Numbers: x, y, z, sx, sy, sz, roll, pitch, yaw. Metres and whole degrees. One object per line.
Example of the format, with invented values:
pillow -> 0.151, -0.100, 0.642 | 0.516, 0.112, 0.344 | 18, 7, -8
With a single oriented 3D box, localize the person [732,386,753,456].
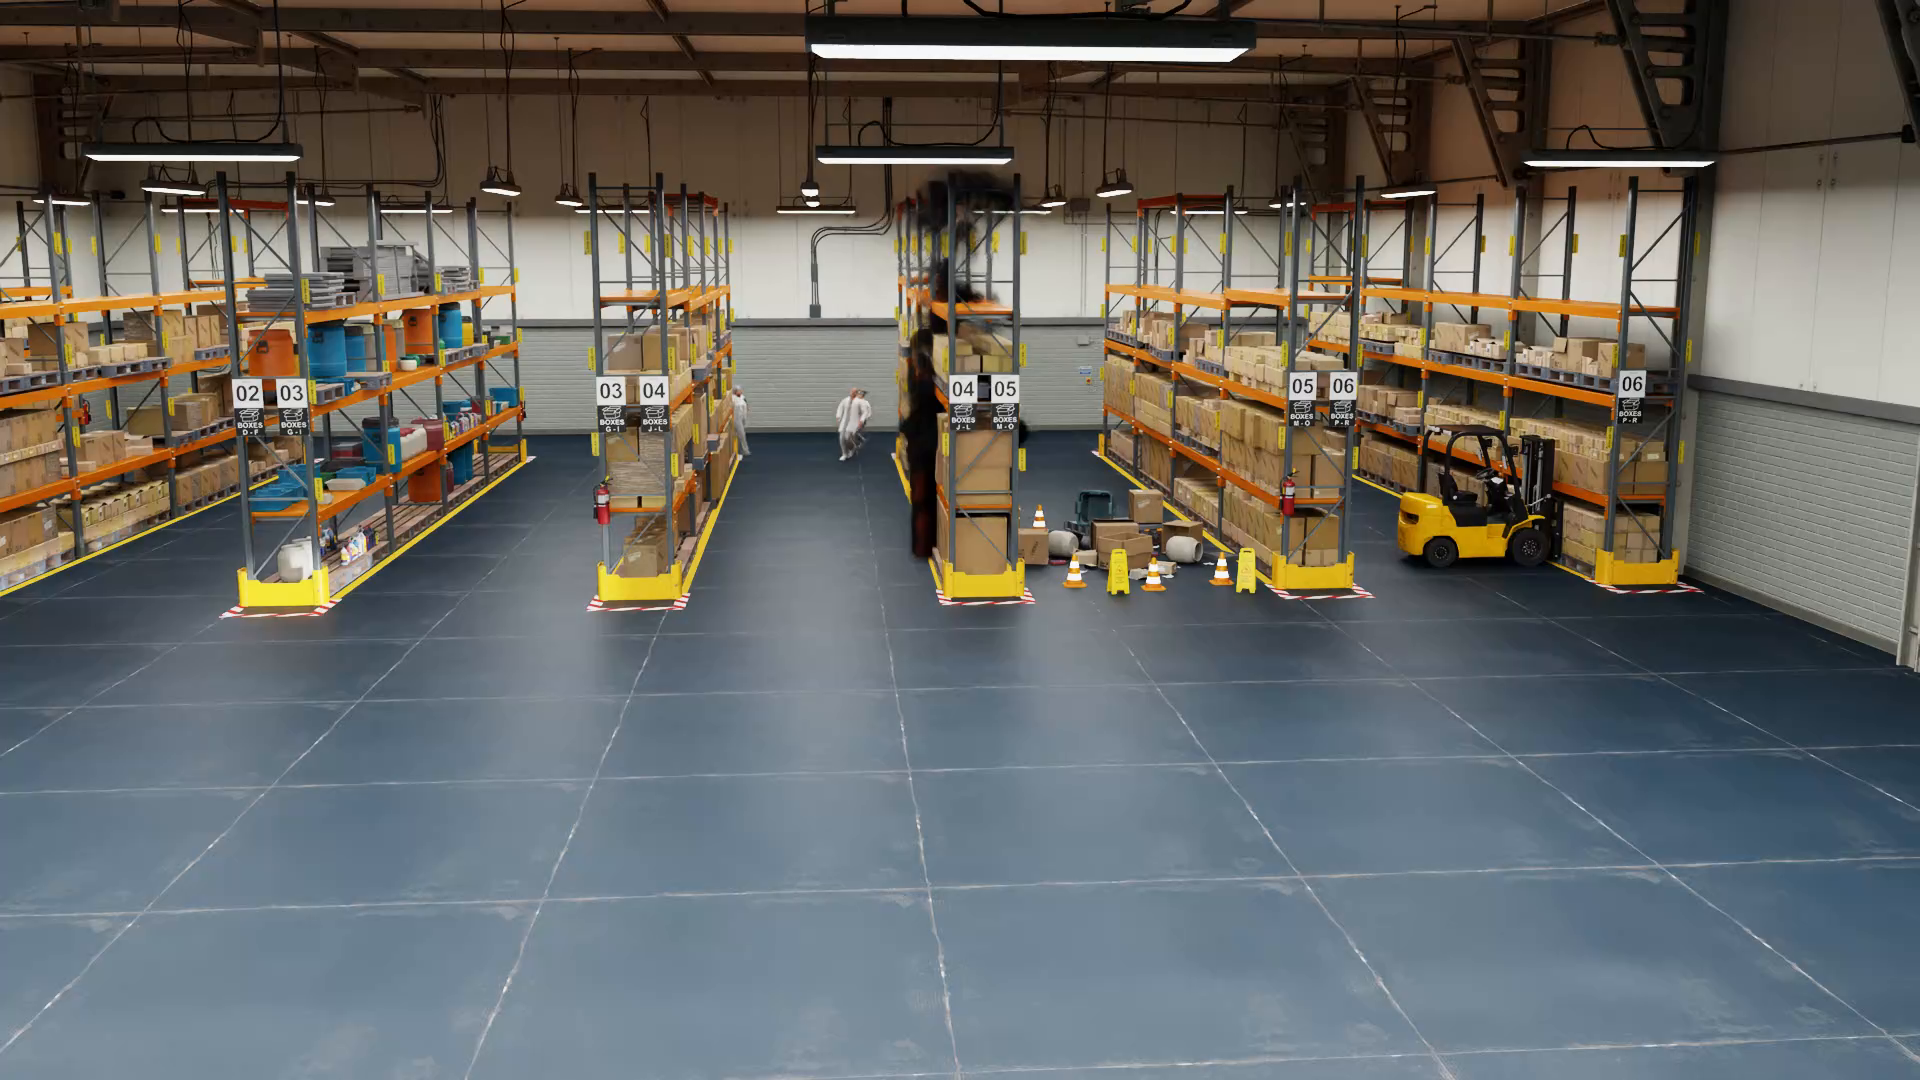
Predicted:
person -> -5.414, -2.908, 40.418 | 0.852, 1.695, 0.613 | 6, 12, 32

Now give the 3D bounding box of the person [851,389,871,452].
person -> -2.392, -2.910, 40.606 | 0.676, 1.589, 0.591 | 9, 14, 43

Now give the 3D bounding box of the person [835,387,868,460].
person -> -2.611, -2.750, 39.392 | 0.770, 1.721, 0.545 | 5, 11, 26
